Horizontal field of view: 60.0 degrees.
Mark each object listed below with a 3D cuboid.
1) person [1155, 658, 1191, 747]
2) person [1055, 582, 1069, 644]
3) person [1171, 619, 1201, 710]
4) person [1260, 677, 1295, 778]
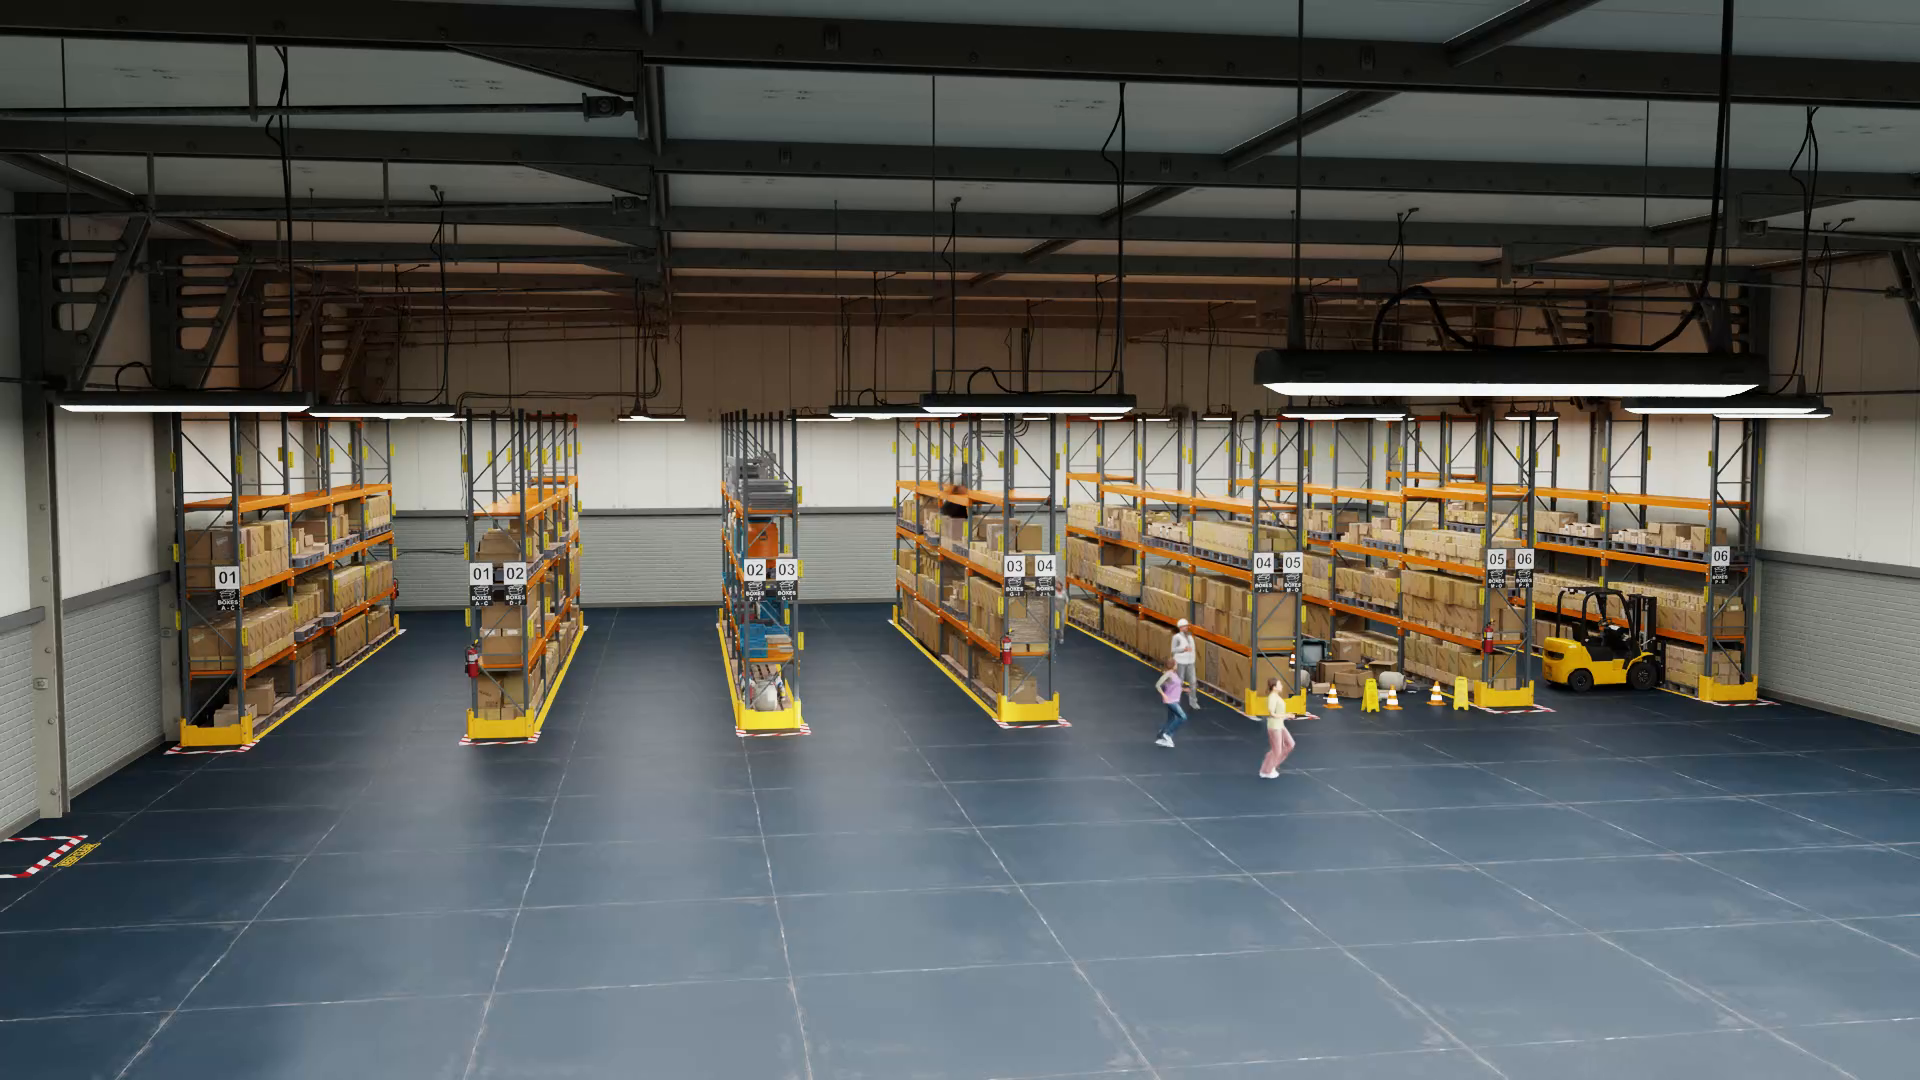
[{"bbox_3d":[3.762,2.867,29.383,0.635,1.563,0.509,1,4,20],"label":"person"},{"bbox_3d":[2.604,1.889,43.599,0.553,1.597,0.877,-1,4,-8],"label":"person"},{"bbox_3d":[4.515,2.476,33.424,0.659,1.776,0.903,-2,4,-27],"label":"person"},{"bbox_3d":[5.130,3.023,26.794,0.583,1.629,0.559,1,4,19],"label":"person"}]
